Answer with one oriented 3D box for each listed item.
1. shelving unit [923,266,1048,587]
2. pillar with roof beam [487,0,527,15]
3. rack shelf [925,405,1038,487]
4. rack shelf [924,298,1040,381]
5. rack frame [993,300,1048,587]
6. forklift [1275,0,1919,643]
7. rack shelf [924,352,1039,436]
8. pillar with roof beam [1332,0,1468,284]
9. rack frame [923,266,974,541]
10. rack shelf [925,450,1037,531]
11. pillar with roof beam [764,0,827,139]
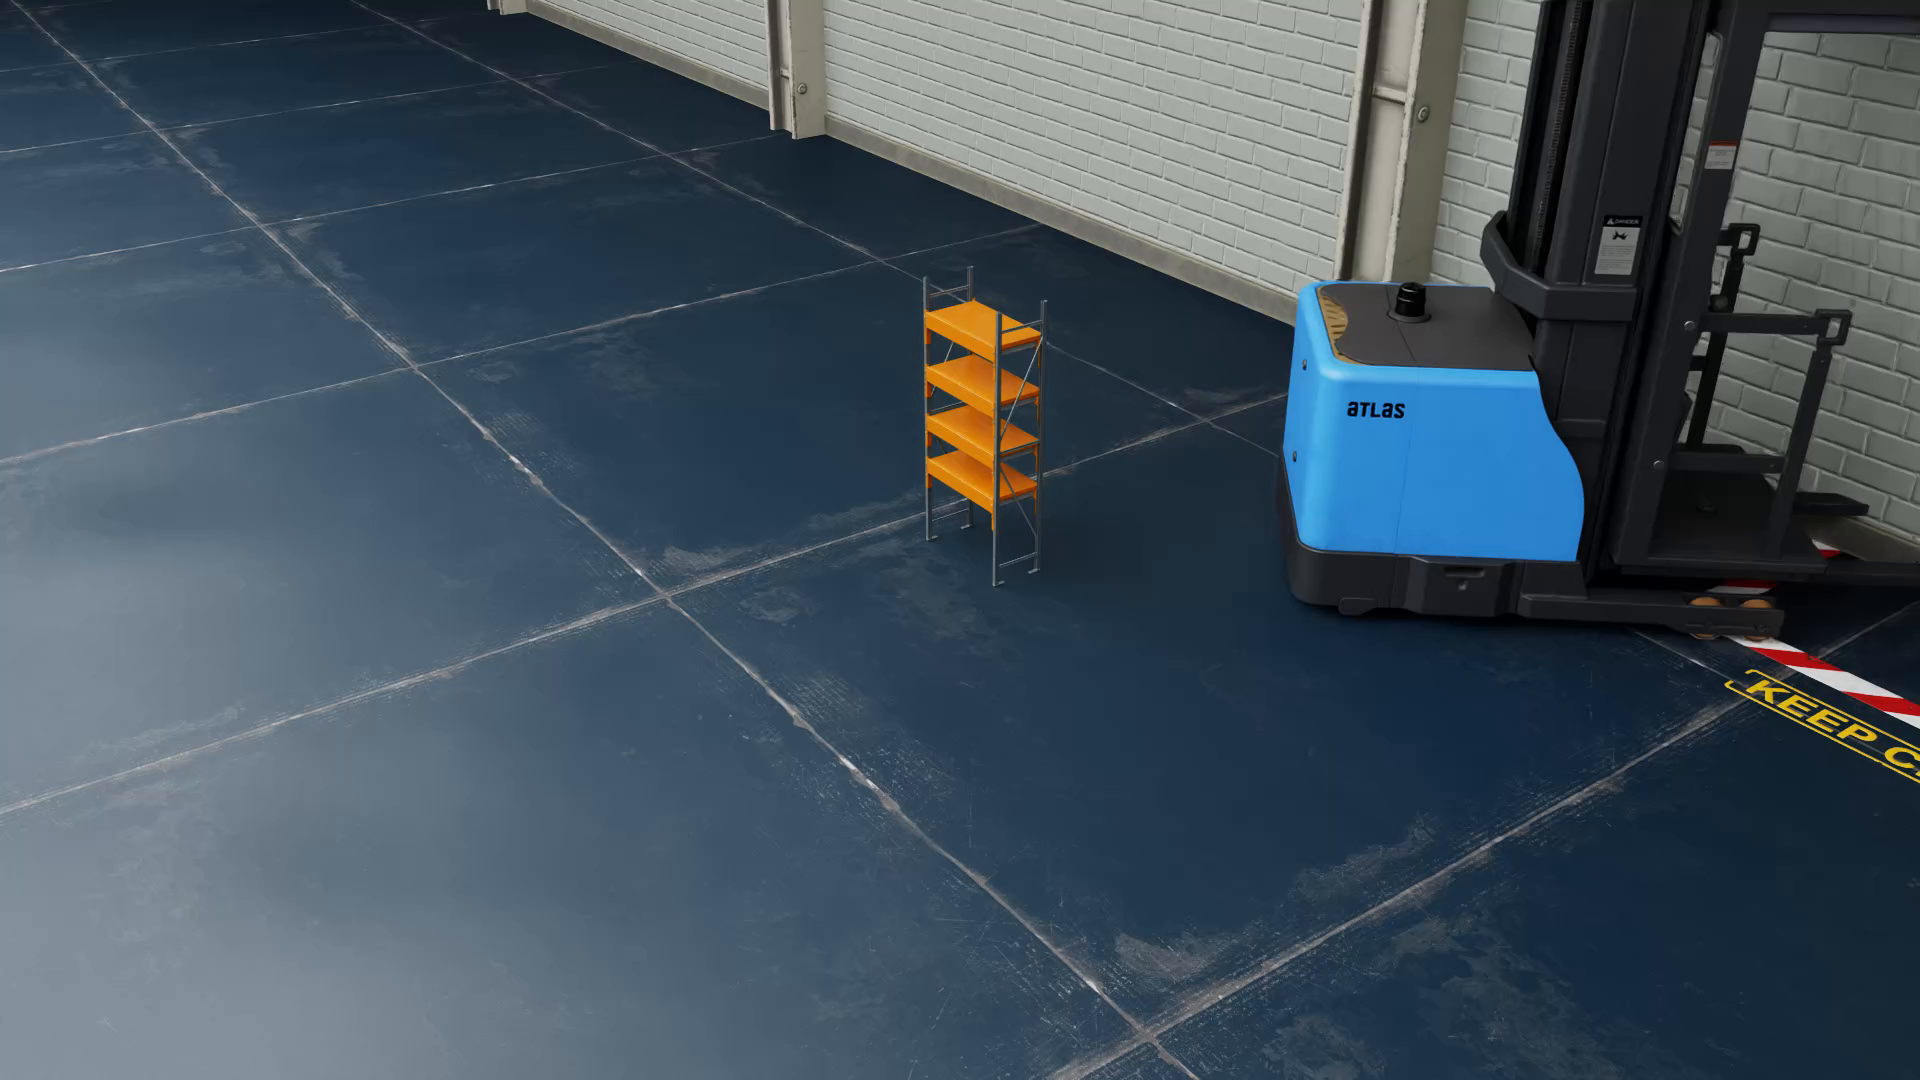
[{"bbox_3d":[0.096,-0.463,6.845,0.258,1.200,0.503,-19,34,-31],"label":"shelving unit"},{"bbox_3d":[-8.266,-8.354,13.203,9.100,9.000,0.400,-19,34,-31],"label":"pillar with roof beam"},{"bbox_3d":[0.096,-0.404,6.877,0.258,0.148,0.480,-19,34,-31],"label":"rack shelf"},{"bbox_3d":[0.096,-0.808,6.658,0.258,0.148,0.480,-19,34,-31],"label":"rack shelf"},{"bbox_3d":[0.238,-0.368,6.670,0.240,1.200,0.015,-19,34,-31],"label":"rack frame"},{"bbox_3d":[2.883,-1.153,6.302,3.031,2.935,1.130,3,29,5],"label":"forklift"},{"bbox_3d":[0.096,-0.600,6.771,0.258,0.148,0.480,-19,34,-31],"label":"rack shelf"},{"bbox_3d":[-1.306,-3.689,4.613,9.100,9.000,0.400,-19,34,-31],"label":"pillar with roof beam"},{"bbox_3d":[-0.046,-0.558,7.020,0.240,1.200,0.015,-19,34,-31],"label":"rack frame"},{"bbox_3d":[0.096,-0.229,6.972,0.258,0.148,0.480,-19,34,-31],"label":"rack shelf"},{"bbox_3d":[-4.786,-6.021,8.908,9.100,9.000,0.400,-19,34,-31],"label":"pillar with roof beam"}]
